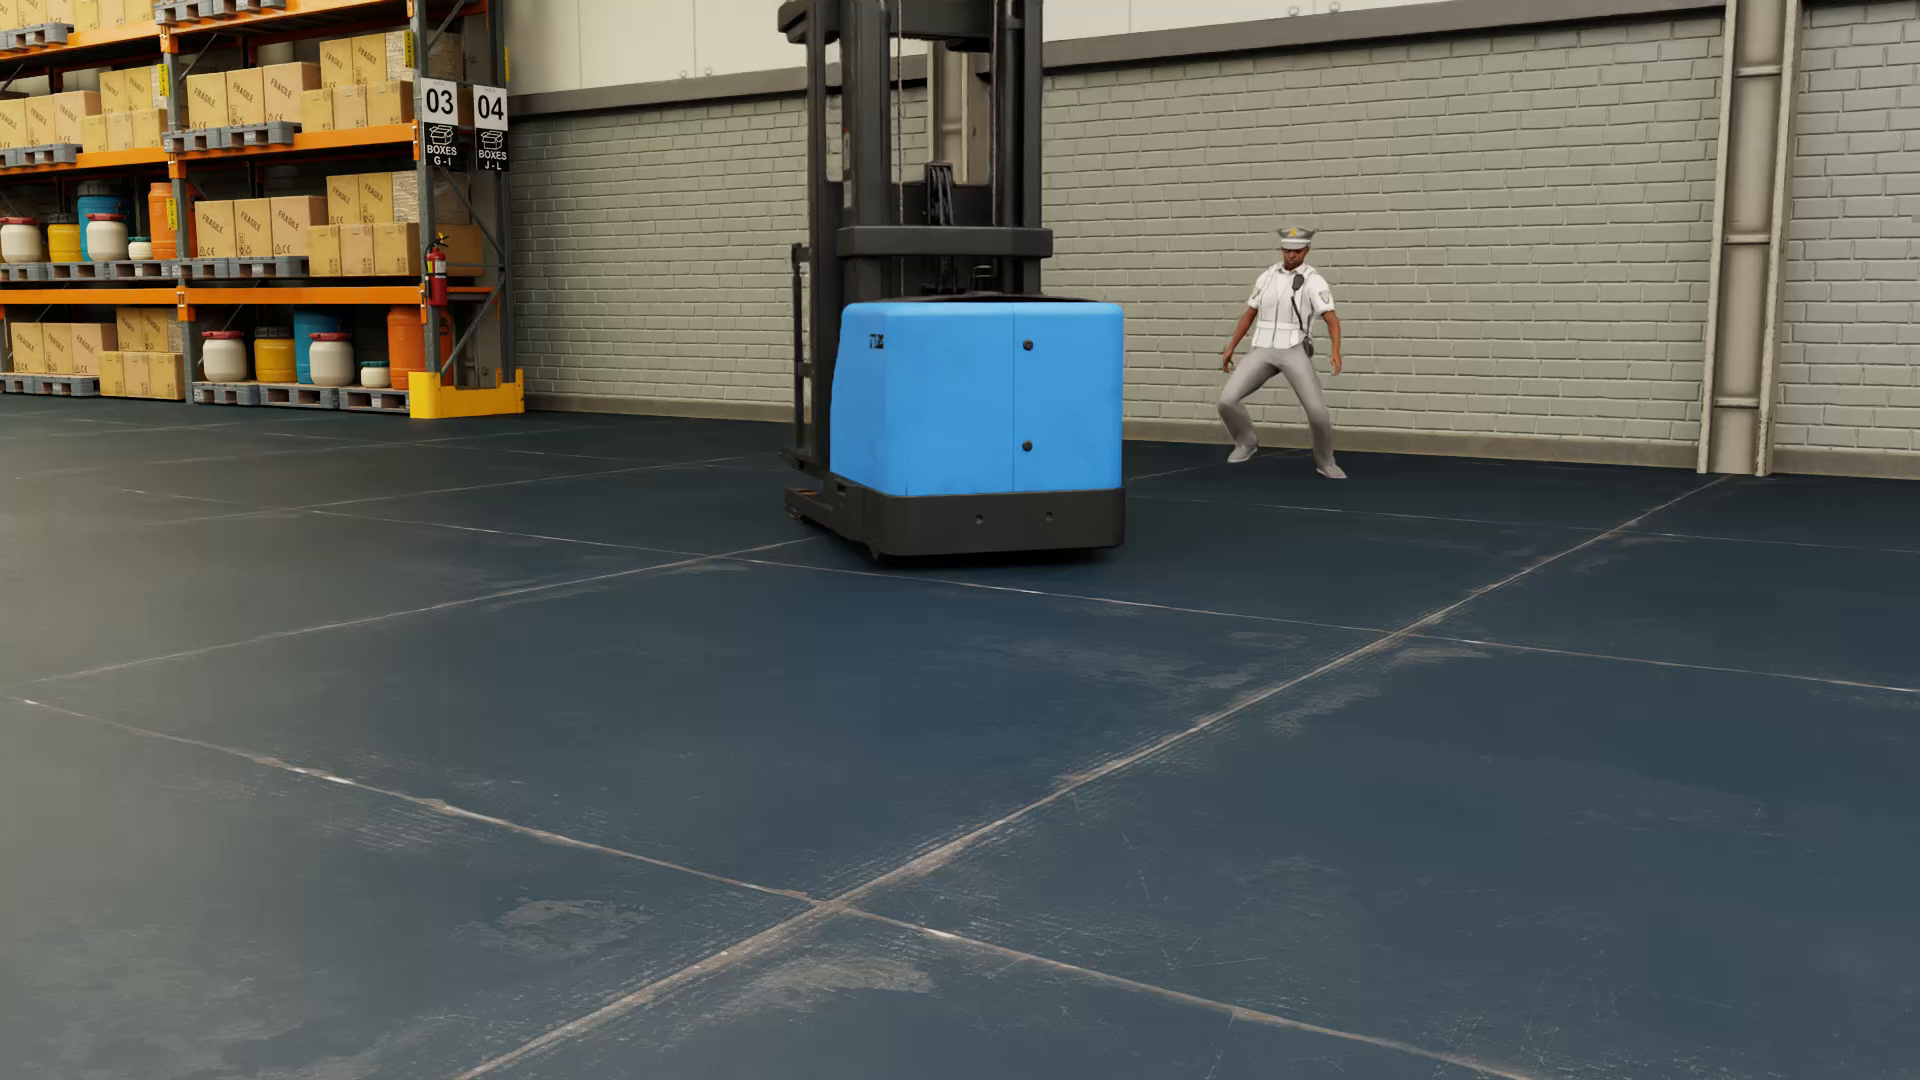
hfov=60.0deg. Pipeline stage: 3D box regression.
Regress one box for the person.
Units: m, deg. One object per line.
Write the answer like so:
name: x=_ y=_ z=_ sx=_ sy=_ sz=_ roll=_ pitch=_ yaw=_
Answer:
person: x=2.013 y=-1.159 z=10.333 sx=0.850 sy=1.560 sz=0.581 roll=6 pitch=10 yaw=35

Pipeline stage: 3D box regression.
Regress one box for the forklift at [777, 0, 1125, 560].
forklift: x=-0.245 y=-1.537 z=8.002 sx=1.130 sy=2.935 sz=3.031 roll=-3 pitch=8 yaw=-18
